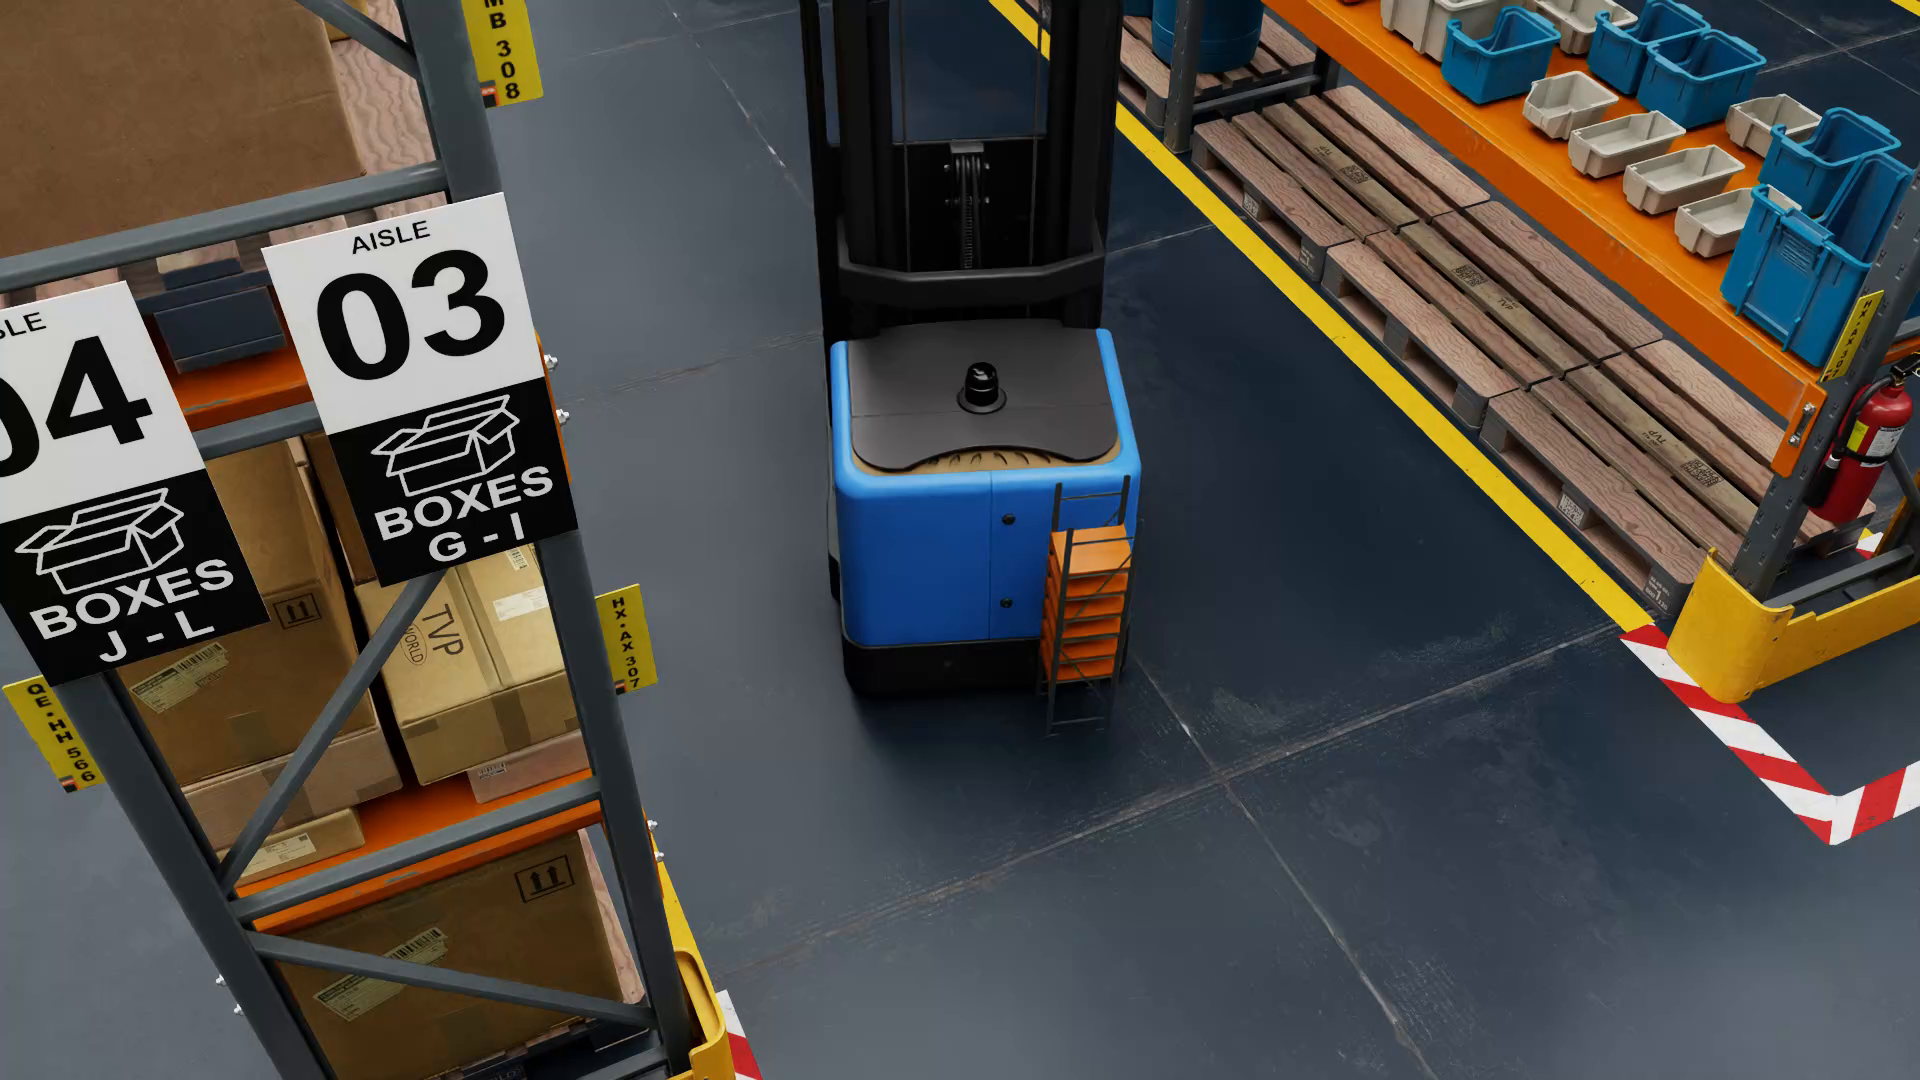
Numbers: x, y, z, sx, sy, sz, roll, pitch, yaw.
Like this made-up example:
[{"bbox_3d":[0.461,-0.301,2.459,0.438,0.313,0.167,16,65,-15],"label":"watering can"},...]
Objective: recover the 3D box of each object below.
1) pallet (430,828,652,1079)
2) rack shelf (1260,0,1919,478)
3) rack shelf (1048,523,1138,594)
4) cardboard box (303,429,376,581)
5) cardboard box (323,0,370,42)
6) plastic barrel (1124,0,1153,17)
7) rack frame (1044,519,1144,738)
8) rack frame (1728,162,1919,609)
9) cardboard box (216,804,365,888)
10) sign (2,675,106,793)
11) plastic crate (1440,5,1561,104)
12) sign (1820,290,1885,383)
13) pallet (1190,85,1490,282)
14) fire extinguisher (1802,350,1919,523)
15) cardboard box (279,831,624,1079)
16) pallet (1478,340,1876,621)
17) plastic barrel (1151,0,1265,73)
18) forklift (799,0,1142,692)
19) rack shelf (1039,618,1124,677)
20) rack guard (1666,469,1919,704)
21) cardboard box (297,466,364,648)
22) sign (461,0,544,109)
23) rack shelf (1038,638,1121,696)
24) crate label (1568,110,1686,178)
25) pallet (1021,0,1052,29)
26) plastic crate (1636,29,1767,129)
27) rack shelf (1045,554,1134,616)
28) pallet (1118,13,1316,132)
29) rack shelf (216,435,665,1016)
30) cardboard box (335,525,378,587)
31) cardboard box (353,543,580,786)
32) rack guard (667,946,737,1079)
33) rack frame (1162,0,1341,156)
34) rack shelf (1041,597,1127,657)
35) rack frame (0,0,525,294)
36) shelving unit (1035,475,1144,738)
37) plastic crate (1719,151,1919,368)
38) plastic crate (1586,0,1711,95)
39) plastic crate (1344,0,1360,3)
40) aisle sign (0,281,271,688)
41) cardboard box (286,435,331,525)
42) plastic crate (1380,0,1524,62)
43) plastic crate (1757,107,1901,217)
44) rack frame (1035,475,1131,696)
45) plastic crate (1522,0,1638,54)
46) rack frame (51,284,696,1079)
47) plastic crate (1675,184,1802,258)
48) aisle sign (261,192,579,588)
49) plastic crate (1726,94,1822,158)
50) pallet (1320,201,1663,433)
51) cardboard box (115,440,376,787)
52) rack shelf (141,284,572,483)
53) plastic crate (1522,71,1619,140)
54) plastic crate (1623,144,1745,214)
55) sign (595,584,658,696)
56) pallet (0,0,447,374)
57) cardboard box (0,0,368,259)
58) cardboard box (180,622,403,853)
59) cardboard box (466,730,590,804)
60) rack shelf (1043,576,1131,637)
[{"bbox_3d":[-1.656,1.229,5.355,1.003,0.211,1.213,-18,47,-17],"label":"pallet"},{"bbox_3d":[2.404,-1.759,6.909,1.077,0.370,4.000,-18,47,-17],"label":"rack shelf"},{"bbox_3d":[0.428,0.058,5.380,0.258,0.103,0.180,-6,52,-6],"label":"rack shelf"},{"bbox_3d":[-1.416,-0.301,4.281,0.500,0.500,0.500,-19,48,-18],"label":"cardboard box"},{"bbox_3d":[-1.643,-1.276,3.330,0.700,0.500,0.500,-20,48,-19],"label":"cardboard box"},{"bbox_3d":[1.052,-3.495,9.351,0.600,0.901,0.708,-18,47,-17],"label":"plastic barrel"},{"bbox_3d":[0.436,0.326,5.570,0.240,1.200,0.006,-6,52,-6],"label":"rack frame"},{"bbox_3d":[3.245,-0.740,5.365,1.000,3.000,0.127,-18,47,-17],"label":"rack frame"},{"bbox_3d":[-1.697,0.682,4.102,0.380,0.149,0.250,-17,47,-17],"label":"cardboard box"},{"bbox_3d":[-1.747,0.377,3.239,0.100,0.325,0.005,-18,47,-17],"label":"sign"},{"bbox_3d":[2.149,-1.935,6.652,0.416,0.233,0.300,-18,47,-17],"label":"plastic crate"},{"bbox_3d":[2.753,-0.626,5.132,0.100,0.325,0.005,-18,47,-17],"label":"sign"},{"bbox_3d":[1.907,-1.840,8.464,1.003,0.211,1.213,-18,47,-17],"label":"pallet"},{"bbox_3d":[2.896,-0.350,5.289,0.296,0.674,0.183,-18,47,-17],"label":"fire extinguisher"},{"bbox_3d":[-1.591,0.945,4.870,0.875,0.875,0.875,-18,47,-17],"label":"cardboard box"},{"bbox_3d":[2.933,-0.285,6.888,1.003,0.211,1.213,-18,47,-17],"label":"pallet"},{"bbox_3d":[1.350,-3.044,8.894,0.600,0.901,0.708,-18,47,-17],"label":"plastic barrel"},{"bbox_3d":[-0.013,-1.519,6.202,1.130,2.935,3.031,-3,45,-3],"label":"forklift"},{"bbox_3d":[0.419,0.358,5.755,0.258,0.103,0.180,-6,52,-6],"label":"rack shelf"},{"bbox_3d":[3.267,0.161,6.231,1.175,0.500,0.348,-18,47,-17],"label":"rack guard"},{"bbox_3d":[-1.906,0.116,4.392,0.500,0.250,0.500,-19,48,-18],"label":"cardboard box"},{"bbox_3d":[-0.743,-0.845,2.656,0.100,0.325,0.005,-18,47,-17],"label":"sign"},{"bbox_3d":[0.417,0.433,5.848,0.258,0.103,0.180,-6,52,-6],"label":"rack shelf"},{"bbox_3d":[2.490,-1.493,6.273,0.396,0.136,0.243,-18,47,-17],"label":"crate label"},{"bbox_3d":[0.760,-3.579,10.227,1.003,0.211,1.213,-18,47,-17],"label":"pallet"},{"bbox_3d":[2.886,-1.796,6.511,0.416,0.233,0.300,-18,47,-17],"label":"plastic crate"},{"bbox_3d":[0.425,0.133,5.474,0.258,0.103,0.180,-6,52,-6],"label":"rack shelf"},{"bbox_3d":[1.276,-2.801,9.438,1.003,0.211,1.213,-18,47,-17],"label":"pallet"},{"bbox_3d":[-2.090,-0.296,5.427,1.077,0.370,4.000,-18,47,-17],"label":"rack shelf"},{"bbox_3d":[-1.430,-0.045,4.555,0.500,0.250,0.500,-19,48,-18],"label":"cardboard box"},{"bbox_3d":[-1.206,0.284,4.221,0.500,0.250,0.500,-19,48,-18],"label":"cardboard box"},{"bbox_3d":[-1.239,1.627,4.745,1.175,0.500,0.348,-18,47,-17],"label":"rack guard"},{"bbox_3d":[1.563,-3.289,7.948,1.000,3.000,0.127,-18,47,-17],"label":"rack frame"},{"bbox_3d":[0.421,0.283,5.661,0.258,0.103,0.180,-6,52,-6],"label":"rack shelf"},{"bbox_3d":[-1.249,-1.413,1.775,1.000,3.000,0.127,-18,47,-17],"label":"rack frame"},{"bbox_3d":[0.422,0.255,5.626,0.258,1.200,0.189,-6,52,-6],"label":"shelving unit"},{"bbox_3d":[2.935,-0.933,5.492,0.616,0.435,0.499,-18,47,-17],"label":"plastic crate"},{"bbox_3d":[2.760,-1.987,6.705,0.416,0.233,0.300,-18,47,-17],"label":"plastic crate"},{"bbox_3d":[1.711,-2.690,7.253,0.402,0.464,0.583,-18,47,-17],"label":"plastic crate"},{"bbox_3d":[-1.491,-0.069,2.833,0.394,0.787,0.004,-18,47,-17],"label":"aisle sign"},{"bbox_3d":[-2.120,-0.208,4.720,0.500,0.250,0.500,-20,48,-19],"label":"cardboard box"},{"bbox_3d":[2.038,-2.241,6.927,0.437,0.282,0.530,-18,47,-17],"label":"plastic crate"},{"bbox_3d":[3.163,-1.376,6.086,0.416,0.233,0.300,-18,47,-17],"label":"plastic crate"},{"bbox_3d":[0.408,0.184,5.683,0.240,1.200,0.006,-6,52,-6],"label":"rack frame"},{"bbox_3d":[2.568,-2.196,6.985,0.293,0.136,0.466,-18,47,-17],"label":"plastic crate"},{"bbox_3d":[-1.249,0.722,3.882,1.000,3.000,0.127,-18,47,-17],"label":"rack frame"},{"bbox_3d":[2.738,-1.134,5.909,0.396,0.136,0.243,-18,47,-17],"label":"plastic crate"},{"bbox_3d":[-0.946,-0.246,3.012,0.394,0.787,0.004,-18,47,-17],"label":"aisle sign"},{"bbox_3d":[3.095,-1.584,6.364,0.250,0.136,0.298,-18,47,-17],"label":"plastic crate"},{"bbox_3d":[2.424,-1.061,7.675,1.003,0.211,1.213,-18,47,-17],"label":"pallet"},{"bbox_3d":[-1.692,0.170,3.803,0.500,0.500,0.500,-17,47,-17],"label":"cardboard box"},{"bbox_3d":[-2.090,-1.364,4.373,1.077,0.370,4.000,-18,47,-17],"label":"rack shelf"},{"bbox_3d":[2.348,-1.676,6.458,0.298,0.136,0.250,-18,47,-17],"label":"plastic crate"},{"bbox_3d":[2.629,-1.323,6.100,0.396,0.136,0.243,-18,47,-17],"label":"plastic crate"},{"bbox_3d":[-0.743,0.226,3.713,0.100,0.325,0.005,-18,47,-17],"label":"sign"},{"bbox_3d":[-1.570,-0.783,3.336,1.003,0.211,1.213,-18,47,-17],"label":"pallet"},{"bbox_3d":[-1.516,-0.882,2.931,0.700,0.500,0.500,-21,48,-20],"label":"cardboard box"},{"bbox_3d":[-1.693,0.439,4.064,0.500,0.250,0.500,-19,48,-18],"label":"cardboard box"},{"bbox_3d":[-1.099,0.488,4.299,0.380,0.149,0.250,-18,47,-17],"label":"cardboard box"},{"bbox_3d":[0.423,0.208,5.567,0.258,0.103,0.180,-6,52,-6],"label":"rack shelf"}]
